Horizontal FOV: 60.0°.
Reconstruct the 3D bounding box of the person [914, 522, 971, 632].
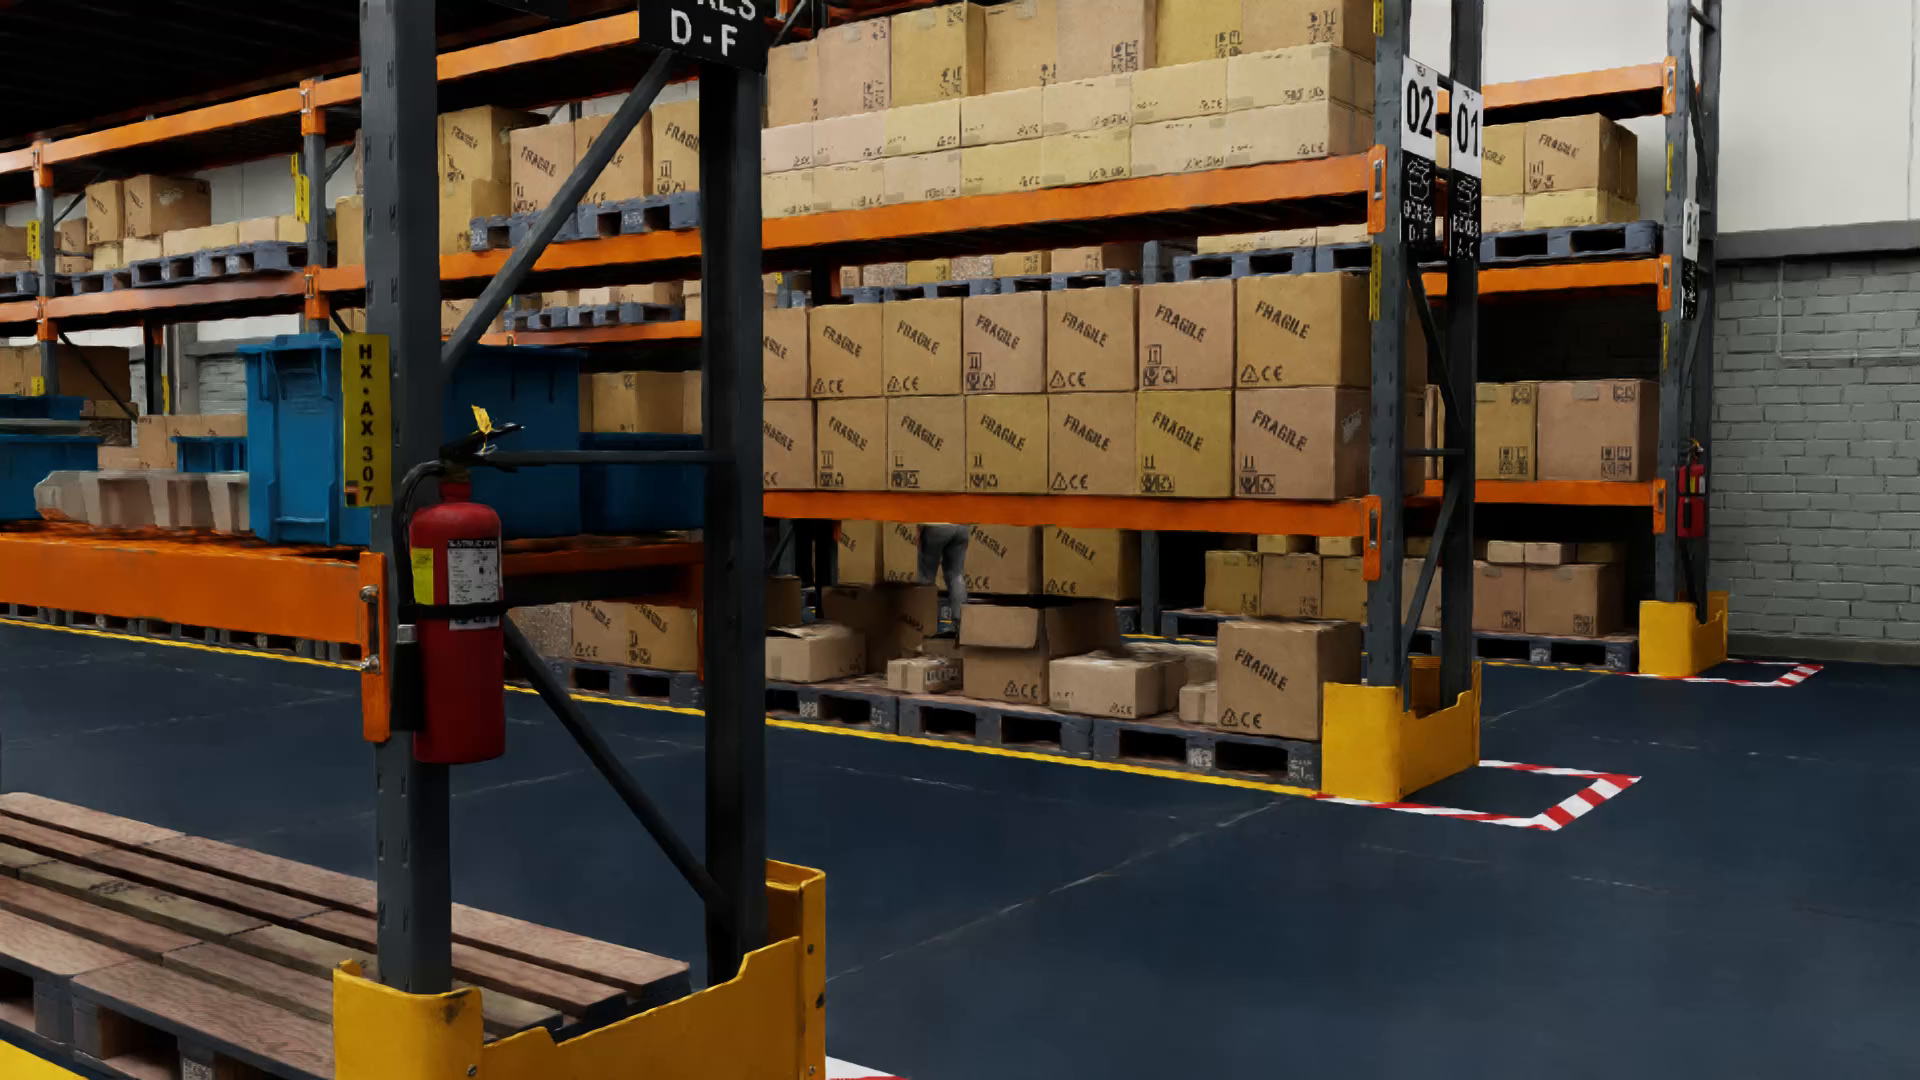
[{"bbox_3d":[-0.144,-0.102,13.337,0.557,1.775,0.530,-2,4,-31],"label":"person"}]
